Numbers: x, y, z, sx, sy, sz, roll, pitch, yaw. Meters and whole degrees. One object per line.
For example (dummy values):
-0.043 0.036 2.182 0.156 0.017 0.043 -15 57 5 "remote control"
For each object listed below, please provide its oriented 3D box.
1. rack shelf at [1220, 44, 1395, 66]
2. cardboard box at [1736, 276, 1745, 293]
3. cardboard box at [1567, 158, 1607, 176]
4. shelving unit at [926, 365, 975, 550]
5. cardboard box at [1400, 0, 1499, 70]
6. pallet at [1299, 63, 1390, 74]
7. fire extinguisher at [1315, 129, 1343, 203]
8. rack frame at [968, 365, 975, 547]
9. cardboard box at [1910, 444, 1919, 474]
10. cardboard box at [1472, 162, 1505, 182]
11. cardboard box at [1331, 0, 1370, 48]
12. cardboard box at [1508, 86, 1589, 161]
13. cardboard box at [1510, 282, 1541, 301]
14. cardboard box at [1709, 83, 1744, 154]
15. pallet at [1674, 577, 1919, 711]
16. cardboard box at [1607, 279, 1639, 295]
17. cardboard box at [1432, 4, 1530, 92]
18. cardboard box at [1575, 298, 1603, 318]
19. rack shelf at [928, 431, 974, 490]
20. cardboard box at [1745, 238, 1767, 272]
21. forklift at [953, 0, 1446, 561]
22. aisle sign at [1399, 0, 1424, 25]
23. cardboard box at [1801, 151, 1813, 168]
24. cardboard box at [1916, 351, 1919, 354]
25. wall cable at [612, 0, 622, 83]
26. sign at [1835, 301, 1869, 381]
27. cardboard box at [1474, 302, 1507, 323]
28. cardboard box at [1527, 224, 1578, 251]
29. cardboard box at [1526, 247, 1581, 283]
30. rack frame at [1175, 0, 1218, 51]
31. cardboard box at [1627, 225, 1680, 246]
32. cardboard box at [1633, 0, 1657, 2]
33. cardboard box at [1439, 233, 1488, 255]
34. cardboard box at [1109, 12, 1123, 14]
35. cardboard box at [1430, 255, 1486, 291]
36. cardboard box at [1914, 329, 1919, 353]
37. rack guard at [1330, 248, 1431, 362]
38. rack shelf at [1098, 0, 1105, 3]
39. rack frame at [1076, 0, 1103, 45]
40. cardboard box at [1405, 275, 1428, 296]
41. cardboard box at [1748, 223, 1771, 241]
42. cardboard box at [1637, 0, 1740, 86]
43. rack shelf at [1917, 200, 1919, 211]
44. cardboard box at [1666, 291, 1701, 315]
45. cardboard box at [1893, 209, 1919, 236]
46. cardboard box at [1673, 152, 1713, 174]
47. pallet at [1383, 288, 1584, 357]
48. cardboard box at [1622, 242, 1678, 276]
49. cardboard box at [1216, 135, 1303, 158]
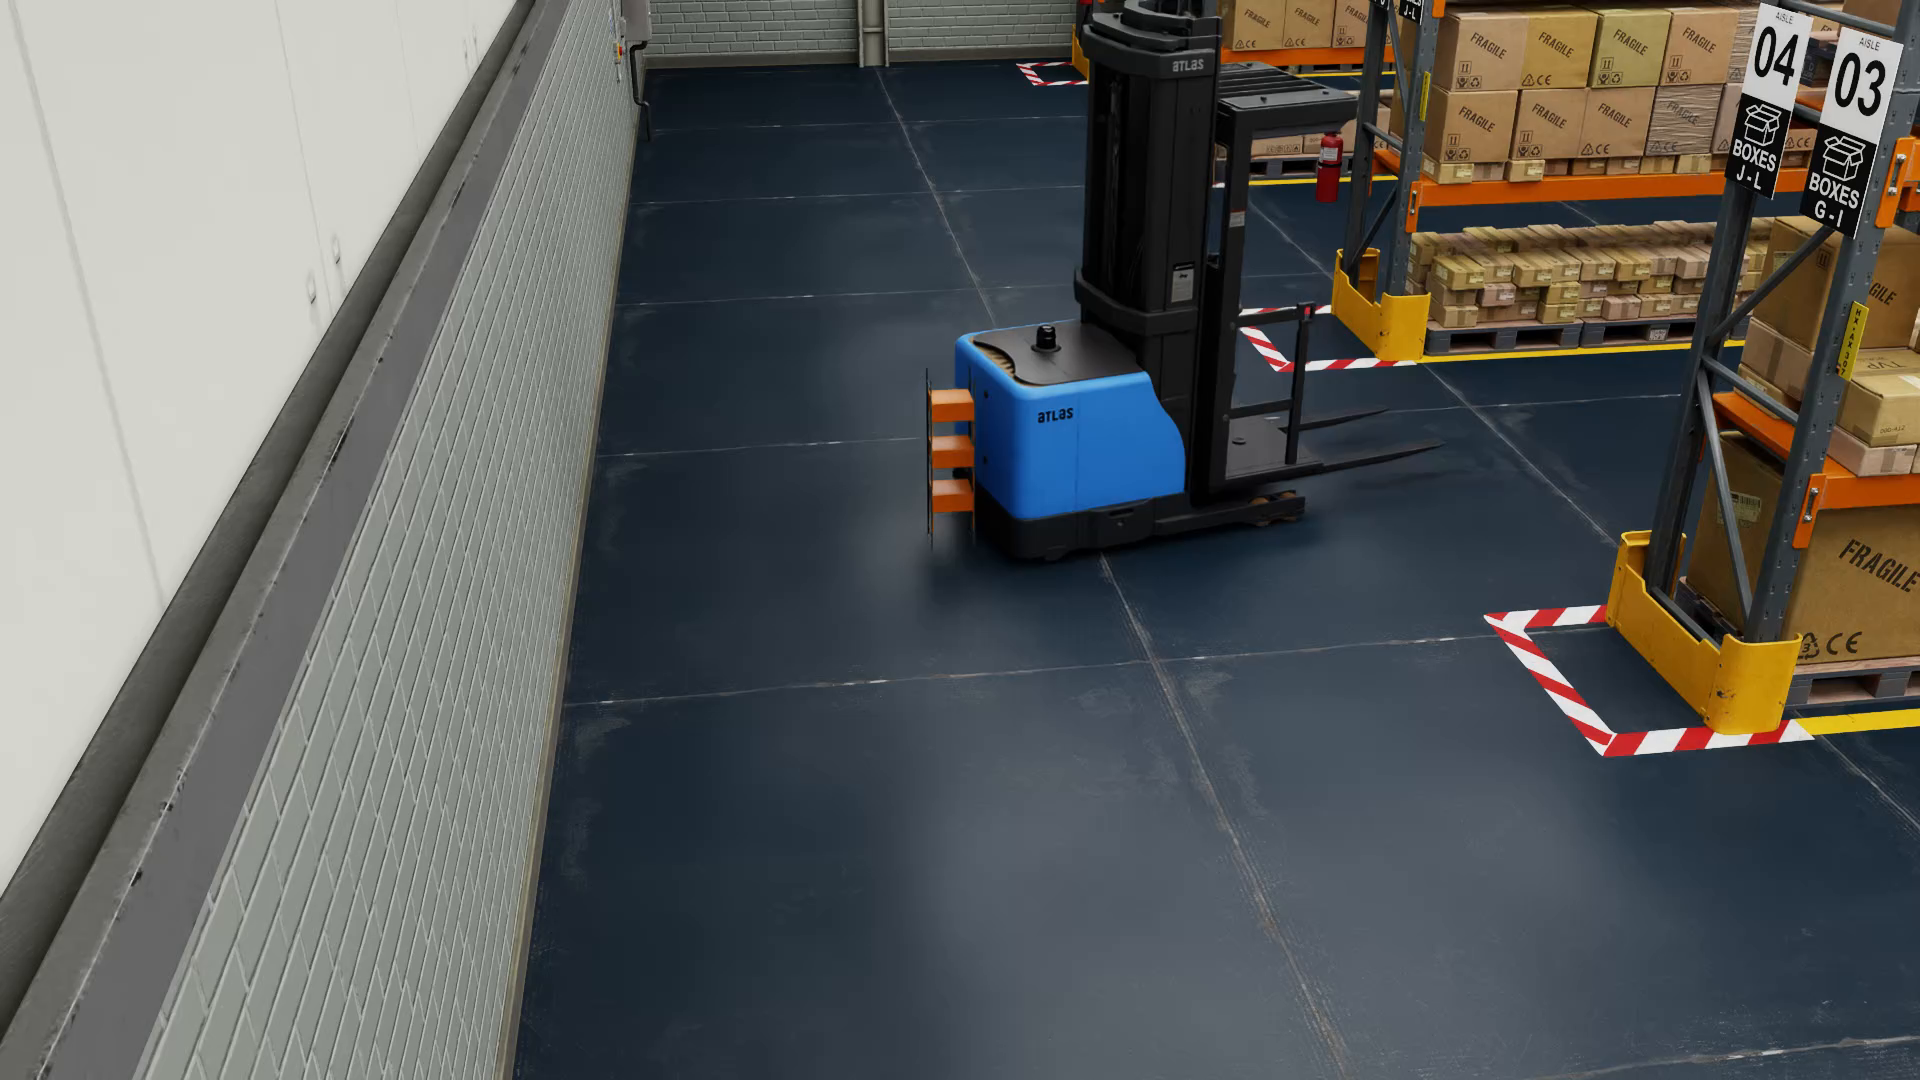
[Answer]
4.323 -4.962 16.924 4.000 0.370 1.077 -4 27 -7 "rack shelf"
5.784 -2.021 12.740 0.250 0.149 0.380 -3 27 -6 "cardboard box"
4.528 -2.797 12.191 0.250 0.149 0.380 -4 27 -8 "cardboard box"
-0.053 -0.464 9.504 0.252 1.050 0.215 -4 27 -7 "shelving unit"
3.550 -3.687 12.120 0.500 0.500 0.500 -4 27 -8 "cardboard box"
4.928 -6.369 21.932 1.213 0.211 1.003 -4 27 -7 "pallet"
2.818 -2.916 12.641 0.183 0.674 0.296 -4 27 -7 "fire extinguisher"
0.068 -0.471 9.519 0.008 1.050 0.200 -4 27 -7 "rack frame"
4.374 -0.454 7.624 0.250 0.149 0.380 -4 27 -8 "cardboard box"
3.745 -2.720 12.040 0.250 0.149 0.380 -3 27 -5 "cardboard box"
3.861 -5.170 16.430 0.500 0.500 0.500 -4 27 -7 "cardboard box"
4.141 -3.050 11.973 0.500 0.500 0.500 -4 27 -7 "cardboard box"
4.196 -1.940 12.581 0.250 0.149 0.380 -3 27 -6 "cardboard box"
5.646 -3.133 12.135 0.500 0.500 0.500 -4 27 -7 "cardboard box"
4.504 0.479 8.585 1.213 0.211 1.003 -4 27 -7 "pallet"
4.977 -2.003 12.704 0.250 0.149 0.380 -2 27 -4 "cardboard box"
3.613 -3.454 11.666 0.500 0.500 0.500 -4 27 -7 "cardboard box"
4.696 -1.830 12.693 0.250 0.149 0.380 -4 27 -7 "cardboard box"
-0.053 -0.454 9.509 0.240 0.259 0.215 -4 27 -7 "rack shelf"
6.016 -2.187 12.737 0.250 0.149 0.380 -3 27 -5 "cardboard box"
1.525 -1.598 9.654 3.031 2.935 1.130 -10 29 -19 "forklift"
3.101 -3.940 11.296 0.004 0.787 0.394 -4 27 -7 "aisle sign"
6.330 -2.887 12.366 0.250 0.149 0.380 -3 27 -5 "cardboard box"
4.750 -0.686 7.639 0.500 0.250 0.500 -4 27 -8 "cardboard box"
-3.238 -5.252 15.553 0.123 1.953 0.585 -4 27 -7 "wall cable"
3.794 -0.845 7.075 0.005 0.325 0.100 -4 27 -7 "sign"
3.943 -1.785 12.605 0.250 0.149 0.380 -4 27 -7 "cardboard box"
4.640 -2.349 13.054 0.250 0.149 0.380 -3 27 -5 "cardboard box"
4.456 -2.070 12.510 0.250 0.149 0.380 -5 28 -10 "cardboard box"
2.342 -5.155 16.512 0.127 3.000 1.000 -4 27 -7 "rack frame"
5.421 -2.343 13.043 0.250 0.149 0.380 -5 28 -9 "cardboard box"
5.089 -3.792 12.323 0.500 0.500 0.500 -5 28 -9 "cardboard box"
3.878 -2.245 12.852 0.250 0.149 0.380 -3 27 -6 "cardboard box"
2.266 -6.471 21.351 0.637 0.503 0.797 -5 28 -9 "cardboard box"
3.698 -1.987 12.348 0.250 0.149 0.380 -5 28 -9 "cardboard box"
4.731 -1.015 7.459 0.500 0.500 0.500 -4 27 -8 "cardboard box"
3.207 -1.817 12.743 0.348 0.500 1.175 -4 27 -7 "rack guard"
3.627 -7.206 21.296 4.000 0.370 1.077 -4 27 -7 "rack shelf"
1.647 -7.399 20.884 0.127 3.000 1.000 -4 27 -7 "rack frame"
3.624 -1.970 12.967 0.250 0.149 0.380 -3 27 -6 "cardboard box"
6.198 -2.404 13.161 0.250 0.149 0.380 -4 27 -8 "cardboard box"
5.134 -3.546 11.845 0.500 0.500 0.500 -5 28 -9 "cardboard box"
9.073 -2.986 13.071 4.000 0.370 1.077 -4 27 -7 "rack shelf"
5.459 -1.866 12.763 0.250 0.149 0.380 -3 27 -6 "cardboard box"
7.791 -2.414 13.447 0.500 0.500 0.500 -4 27 -8 "cardboard box"
5.304 -2.811 12.217 0.250 0.149 0.380 -3 27 -6 "cardboard box"
4.016 -1.724 12.878 1.213 0.211 1.003 -4 27 -7 "pallet"
5.234 -2.139 12.644 0.250 0.149 0.380 -4 27 -7 "cardboard box"
2.982 -4.289 17.171 0.875 0.438 0.875 -5 28 -9 "cardboard box"
